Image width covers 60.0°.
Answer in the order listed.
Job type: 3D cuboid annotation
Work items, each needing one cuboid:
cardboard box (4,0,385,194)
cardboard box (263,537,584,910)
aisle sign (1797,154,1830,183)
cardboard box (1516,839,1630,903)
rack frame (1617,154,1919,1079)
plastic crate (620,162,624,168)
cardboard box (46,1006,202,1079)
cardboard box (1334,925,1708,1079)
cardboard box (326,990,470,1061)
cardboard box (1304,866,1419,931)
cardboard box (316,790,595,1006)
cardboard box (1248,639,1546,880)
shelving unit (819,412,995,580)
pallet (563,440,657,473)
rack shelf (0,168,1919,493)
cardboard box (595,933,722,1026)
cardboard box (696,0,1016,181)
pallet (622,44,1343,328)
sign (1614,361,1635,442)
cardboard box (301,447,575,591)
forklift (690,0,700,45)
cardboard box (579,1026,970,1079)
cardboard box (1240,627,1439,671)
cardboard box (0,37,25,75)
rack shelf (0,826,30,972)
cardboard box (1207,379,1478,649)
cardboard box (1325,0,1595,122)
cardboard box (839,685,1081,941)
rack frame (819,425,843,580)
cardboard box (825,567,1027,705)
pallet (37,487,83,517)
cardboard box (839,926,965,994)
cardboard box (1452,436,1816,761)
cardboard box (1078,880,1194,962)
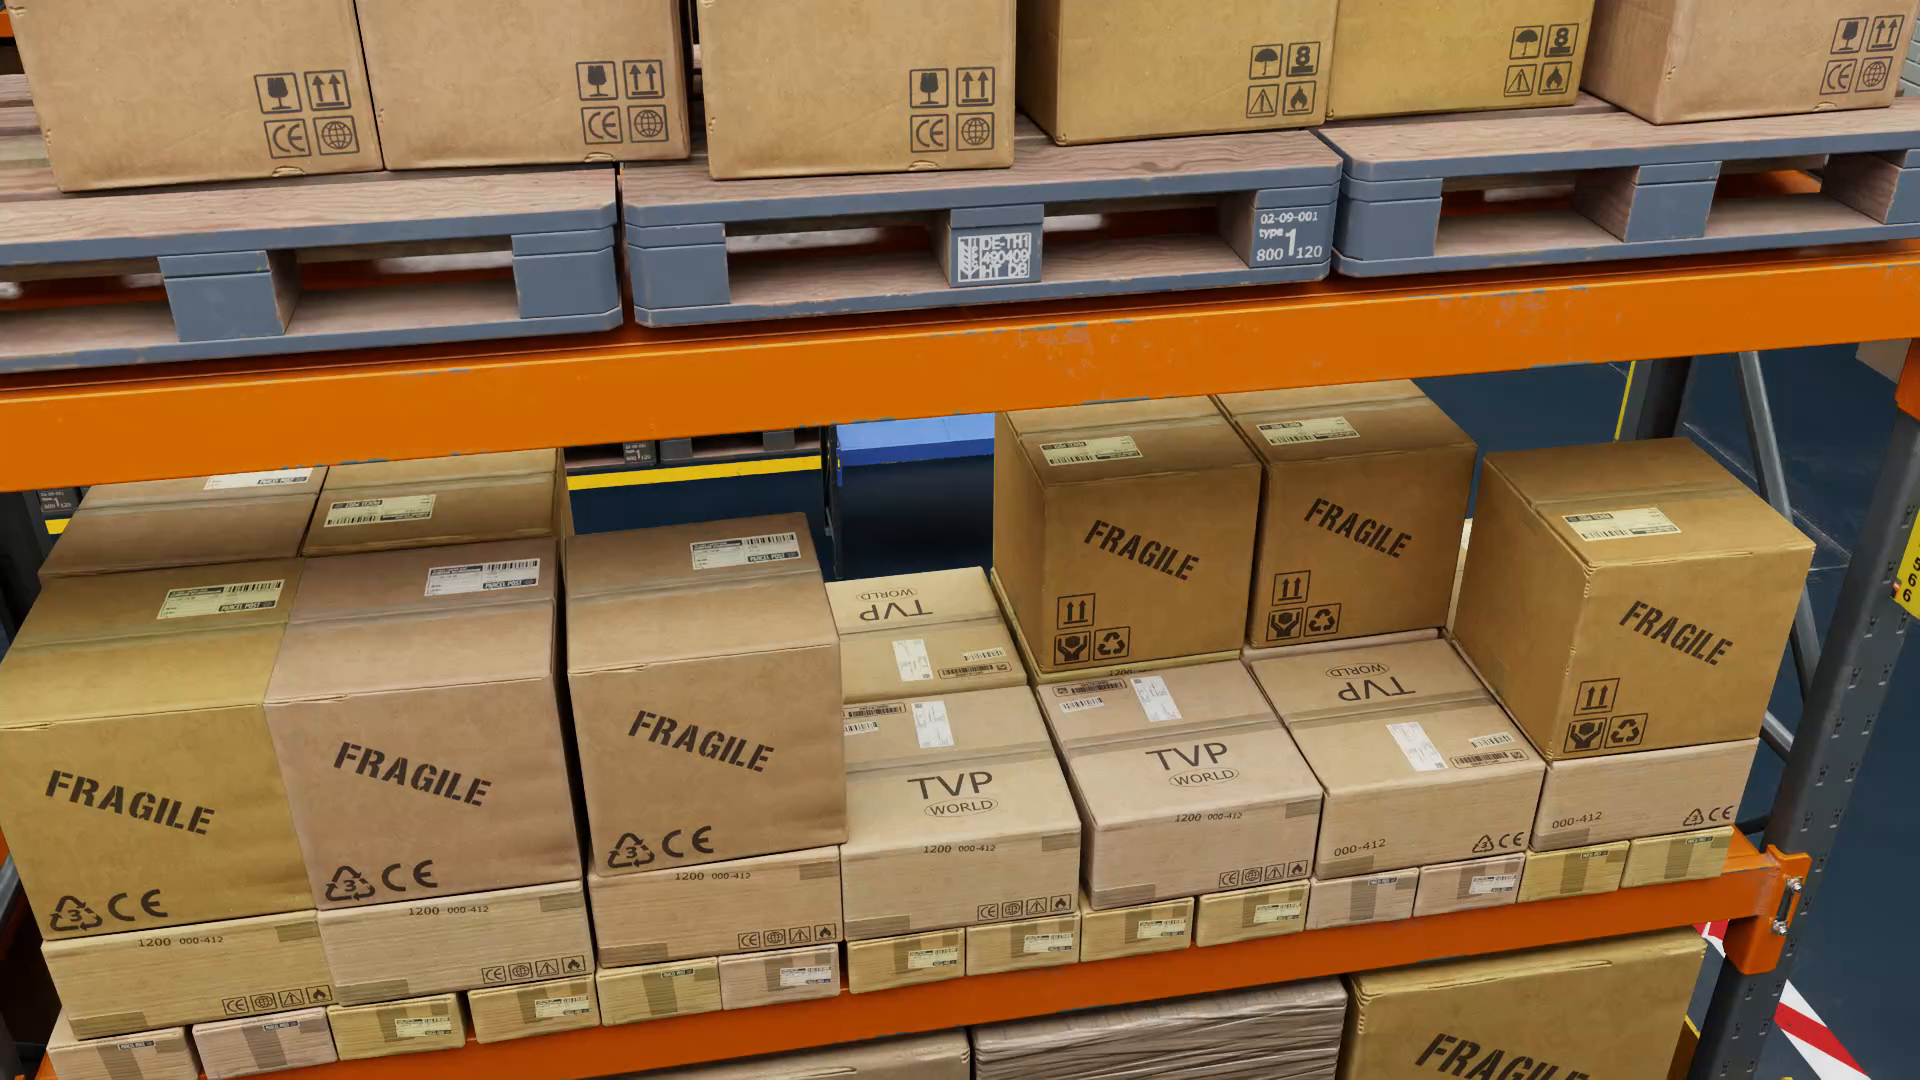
[{"bbox_3d":[-1.275,-0.966,2.862,0.500,0.500,0.700,-7,31,-12],"label":"cardboard box"},{"bbox_3d":[-1.031,0.352,3.307,0.500,0.500,0.500,-5,31,-9],"label":"cardboard box"},{"bbox_3d":[1.918,-0.946,3.835,0.004,0.787,0.394,-5,31,-9],"label":"aisle sign"},{"bbox_3d":[1.354,0.660,3.916,0.250,0.149,0.380,-5,31,-8],"label":"cardboard box"},{"bbox_3d":[1.901,0.331,4.228,0.127,3.000,1.000,-5,31,-9],"label":"rack frame"},{"bbox_3d":[-1.391,-1.796,7.903,0.530,0.282,0.437,-5,31,-9],"label":"plastic crate"},{"bbox_3d":[-1.683,0.943,3.435,0.250,0.149,0.380,-5,31,-9],"label":"cardboard box"},{"bbox_3d":[1.286,1.164,4.493,0.875,0.875,0.875,-5,31,-9],"label":"cardboard box"},{"bbox_3d":[-1.166,0.895,3.517,0.250,0.149,0.380,-4,31,-7],"label":"cardboard box"},{"bbox_3d":[0.860,0.705,3.840,0.250,0.149,0.380,-5,31,-8],"label":"cardboard box"},{"bbox_3d":[-1.034,0.677,3.494,0.500,0.250,0.500,-5,31,-9],"label":"cardboard box"},{"bbox_3d":[0.973,0.490,3.813,0.500,0.250,0.500,-6,31,-10],"label":"cardboard box"},{"bbox_3d":[-0.084,-0.639,7.357,1.048,1.500,0.538,-5,31,-9],"label":"shelving unit"},{"bbox_3d":[-2.210,-0.658,8.661,1.213,0.211,1.003,-5,31,-9],"label":"pallet"},{"bbox_3d":[-0.067,-0.470,3.340,4.000,0.370,1.077,-5,31,-9],"label":"rack shelf"},{"bbox_3d":[-0.656,0.846,3.599,0.250,0.149,0.380,-6,31,-10],"label":"cardboard box"},{"bbox_3d":[-0.205,-0.990,2.903,0.500,0.500,0.700,-4,31,-7],"label":"cardboard box"},{"bbox_3d":[-0.030,-0.738,3.174,1.213,0.211,1.003,-5,31,-9],"label":"pallet"},{"bbox_3d":[1.807,-0.354,4.460,0.005,0.325,0.100,-5,31,-9],"label":"sign"},{"bbox_3d":[-1.136,0.090,3.752,0.500,0.500,0.500,-5,31,-8],"label":"cardboard box"},{"bbox_3d":[-2.123,-2.765,9.560,3.031,2.935,1.130,-3,31,-4],"label":"forklift"},{"bbox_3d":[-0.485,1.328,4.214,0.875,0.875,0.875,-5,31,-9],"label":"cardboard box"},{"bbox_3d":[0.870,0.227,4.259,0.500,0.250,0.500,-6,31,-10],"label":"cardboard box"},{"bbox_3d":[-6.817,-3.524,12.075,0.500,0.250,0.500,-4,31,-7],"label":"cardboard box"},{"bbox_3d":[-4.001,1.188,3.479,4.000,0.370,1.077,-5,31,-9],"label":"rack shelf"},{"bbox_3d":[0.888,-0.101,4.078,0.500,0.500,0.500,-6,31,-10],"label":"cardboard box"},{"bbox_3d":[0.824,-1.164,3.200,0.500,0.500,0.700,-6,31,-11],"label":"cardboard box"},{"bbox_3d":[-0.039,0.586,3.649,0.500,0.250,0.500,-5,31,-9],"label":"cardboard box"},{"bbox_3d":[-0.584,-0.592,7.278,0.032,1.500,0.500,-5,31,-9],"label":"rack frame"},{"bbox_3d":[-0.137,0.321,4.099,0.500,0.250,0.500,-6,31,-10],"label":"cardboard box"},{"bbox_3d":[-4.895,-0.409,8.237,1.213,0.211,1.003,-5,31,-9],"label":"pallet"},{"bbox_3d":[-0.150,0.800,3.678,0.250,0.149,0.380,-6,31,-10],"label":"cardboard box"},{"bbox_3d":[1.469,0.119,3.703,0.500,0.500,0.500,-5,31,-8],"label":"cardboard box"},{"bbox_3d":[0.350,0.754,3.757,0.250,0.149,0.380,-5,31,-9],"label":"cardboard box"}]
